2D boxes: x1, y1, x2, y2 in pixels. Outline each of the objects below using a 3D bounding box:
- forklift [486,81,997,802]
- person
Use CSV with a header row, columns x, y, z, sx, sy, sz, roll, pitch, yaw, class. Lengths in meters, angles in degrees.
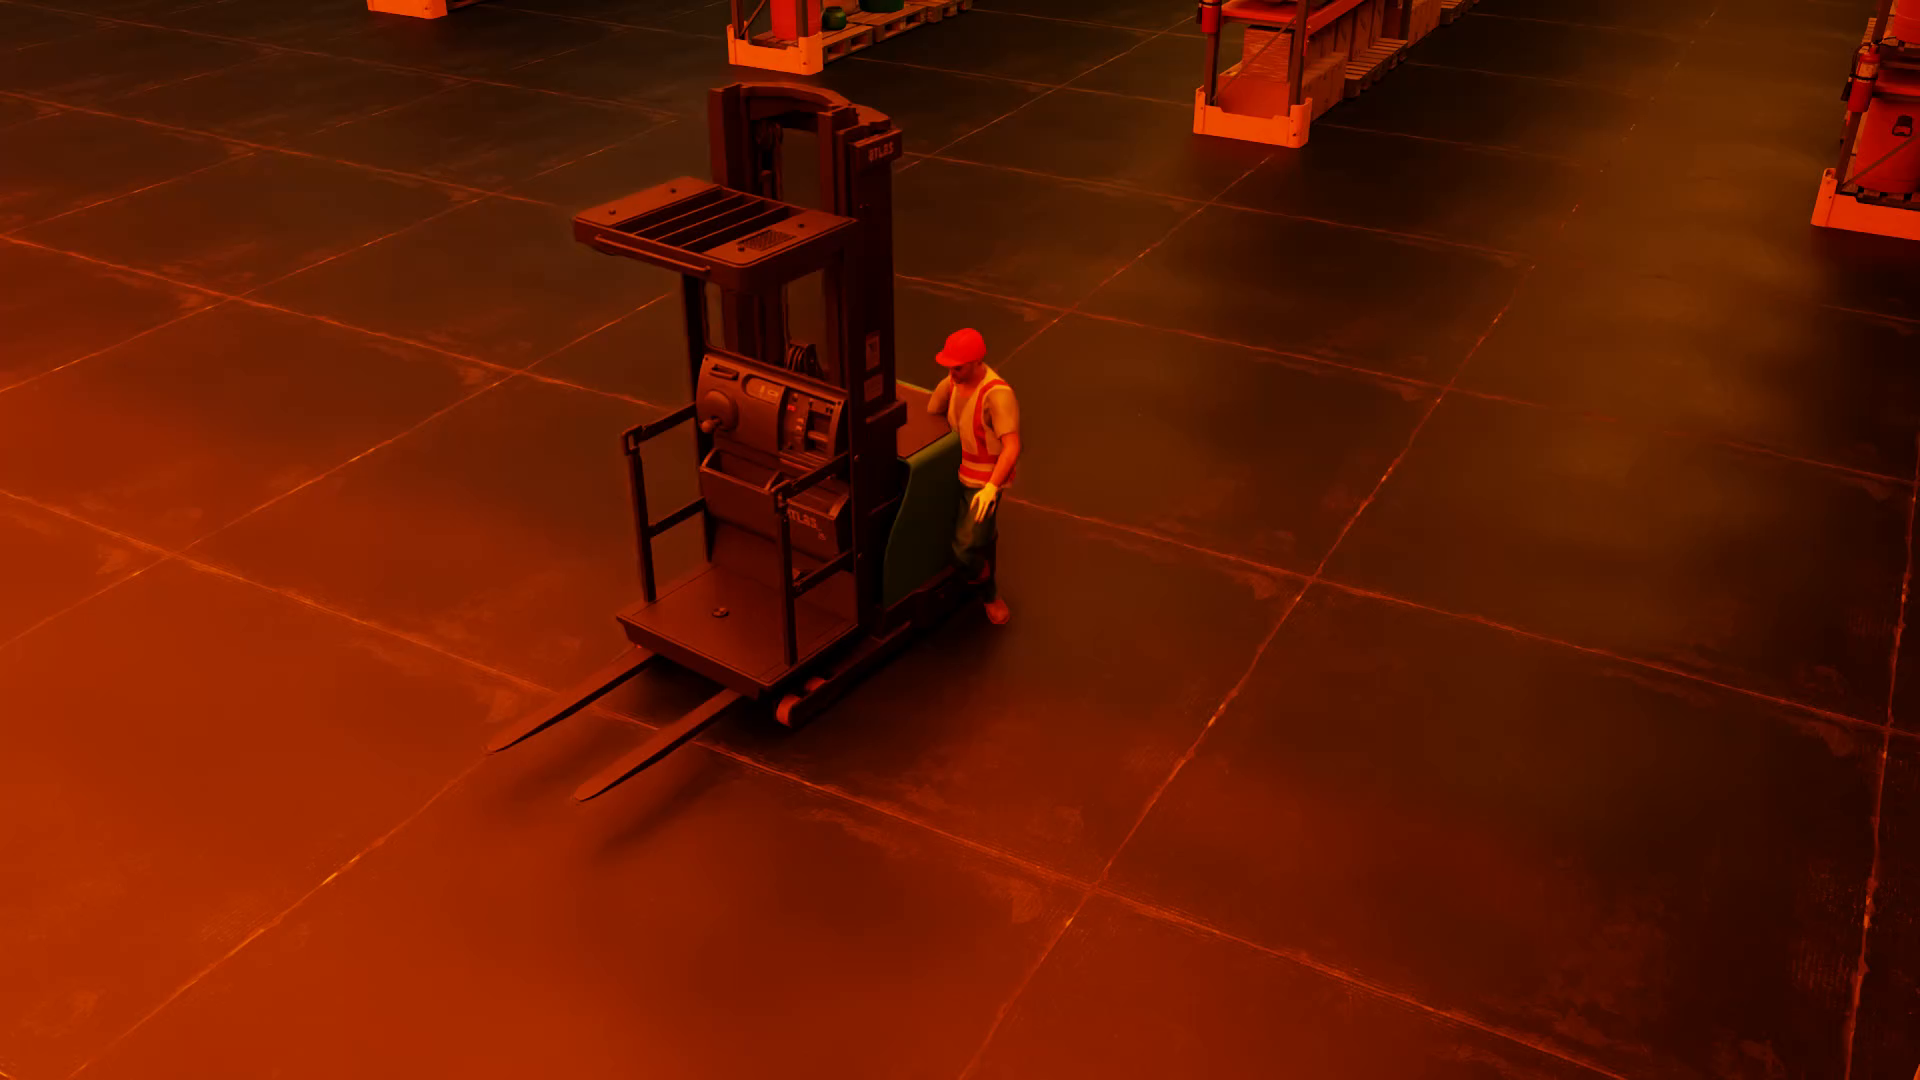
x,y,z,sx,sy,sz,roll,pitch,yaw,class
-1.074,-0.603,8.115,1.130,2.935,3.031,20,36,31,forklift
-0.023,-0.322,8.920,0.661,1.661,0.901,-19,35,-29,person
